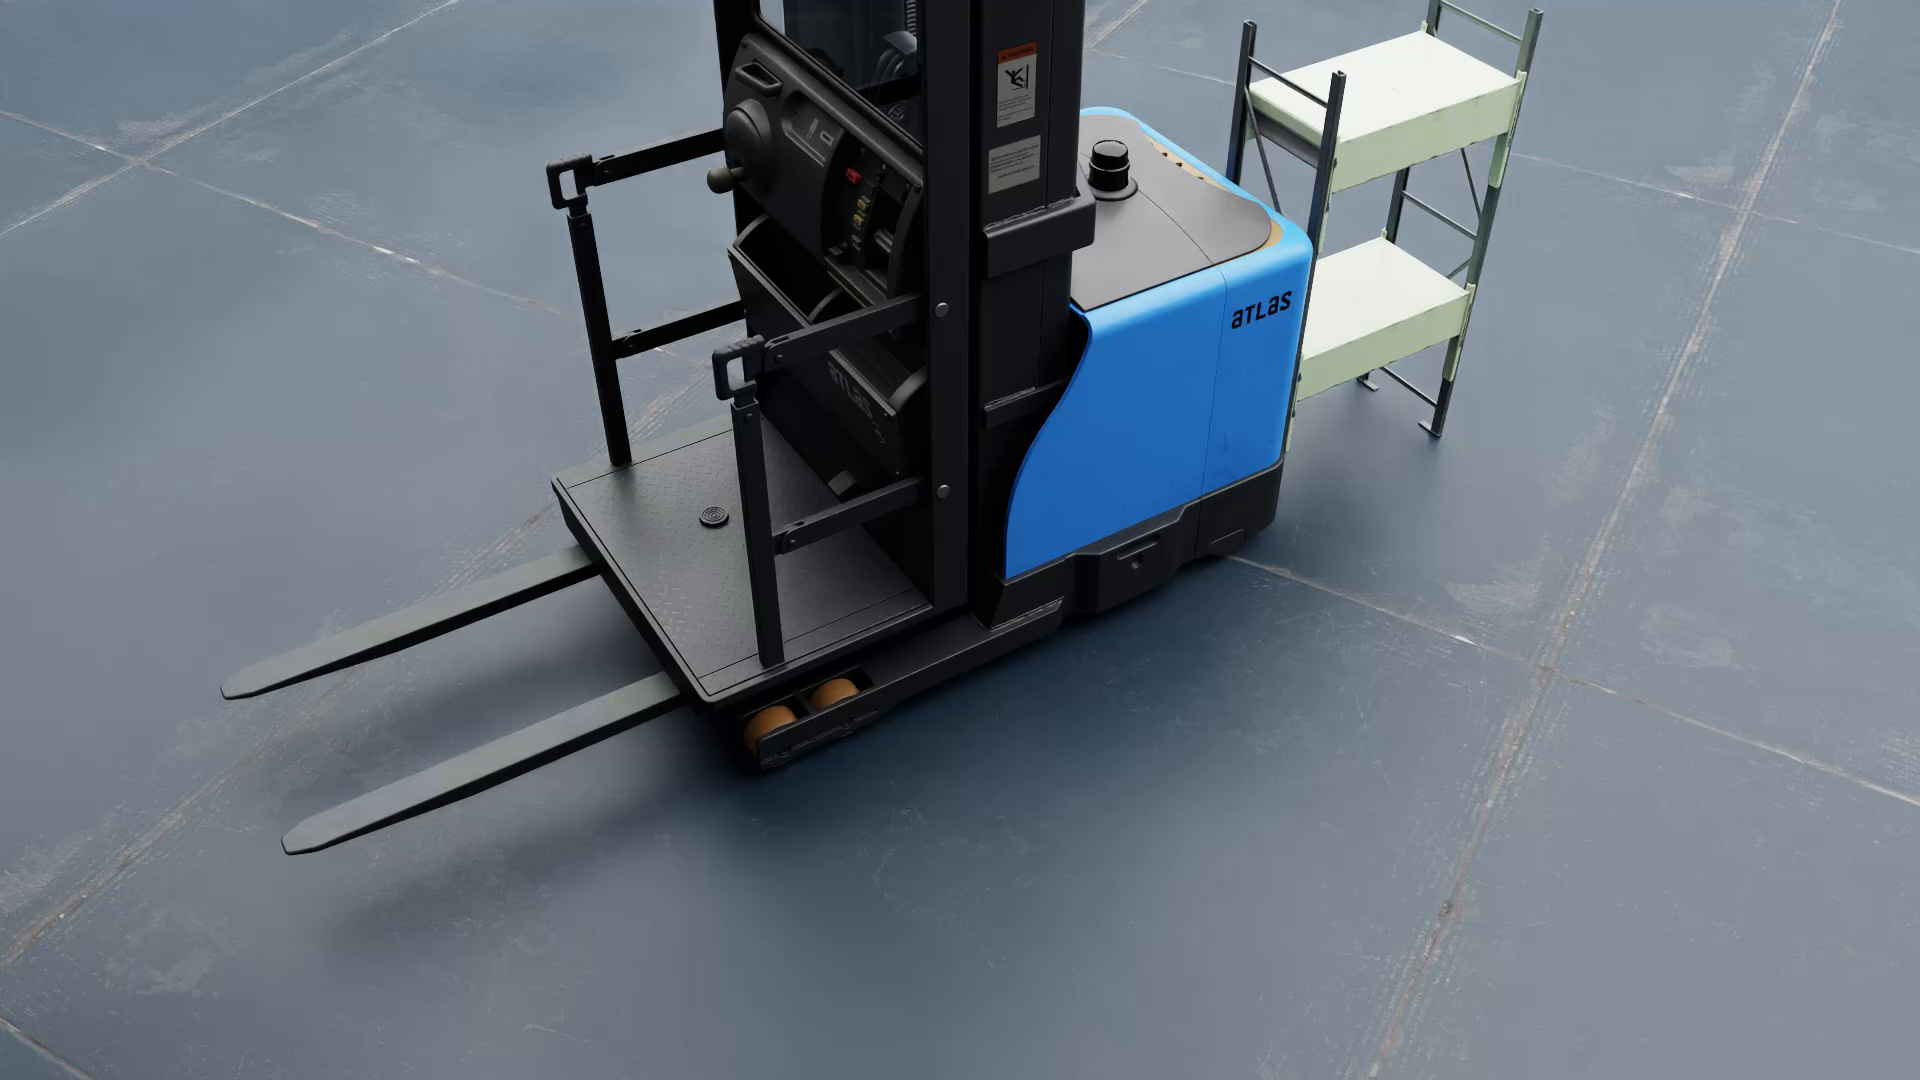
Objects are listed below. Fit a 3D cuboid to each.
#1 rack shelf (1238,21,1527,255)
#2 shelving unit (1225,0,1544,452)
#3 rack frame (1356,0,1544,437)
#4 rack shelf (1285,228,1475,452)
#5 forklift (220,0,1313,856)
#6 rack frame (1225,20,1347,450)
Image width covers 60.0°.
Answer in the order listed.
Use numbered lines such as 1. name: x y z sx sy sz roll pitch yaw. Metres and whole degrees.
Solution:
1. rack shelf: 1.212 -1.190 4.876 0.720 0.370 0.431 -23 46 -24
2. shelving unit: 1.212 -0.897 5.134 0.755 1.500 0.431 -23 46 -24
3. rack frame: 1.522 -1.026 5.281 0.023 1.500 0.400 -23 46 -24
4. rack shelf: 1.212 -0.653 5.350 0.720 0.370 0.431 -23 46 -24
5. forklift: -0.528 -0.883 4.035 3.031 2.935 1.130 -22 46 -23
6. rack frame: 0.902 -0.769 4.988 0.023 1.500 0.400 -23 46 -24
